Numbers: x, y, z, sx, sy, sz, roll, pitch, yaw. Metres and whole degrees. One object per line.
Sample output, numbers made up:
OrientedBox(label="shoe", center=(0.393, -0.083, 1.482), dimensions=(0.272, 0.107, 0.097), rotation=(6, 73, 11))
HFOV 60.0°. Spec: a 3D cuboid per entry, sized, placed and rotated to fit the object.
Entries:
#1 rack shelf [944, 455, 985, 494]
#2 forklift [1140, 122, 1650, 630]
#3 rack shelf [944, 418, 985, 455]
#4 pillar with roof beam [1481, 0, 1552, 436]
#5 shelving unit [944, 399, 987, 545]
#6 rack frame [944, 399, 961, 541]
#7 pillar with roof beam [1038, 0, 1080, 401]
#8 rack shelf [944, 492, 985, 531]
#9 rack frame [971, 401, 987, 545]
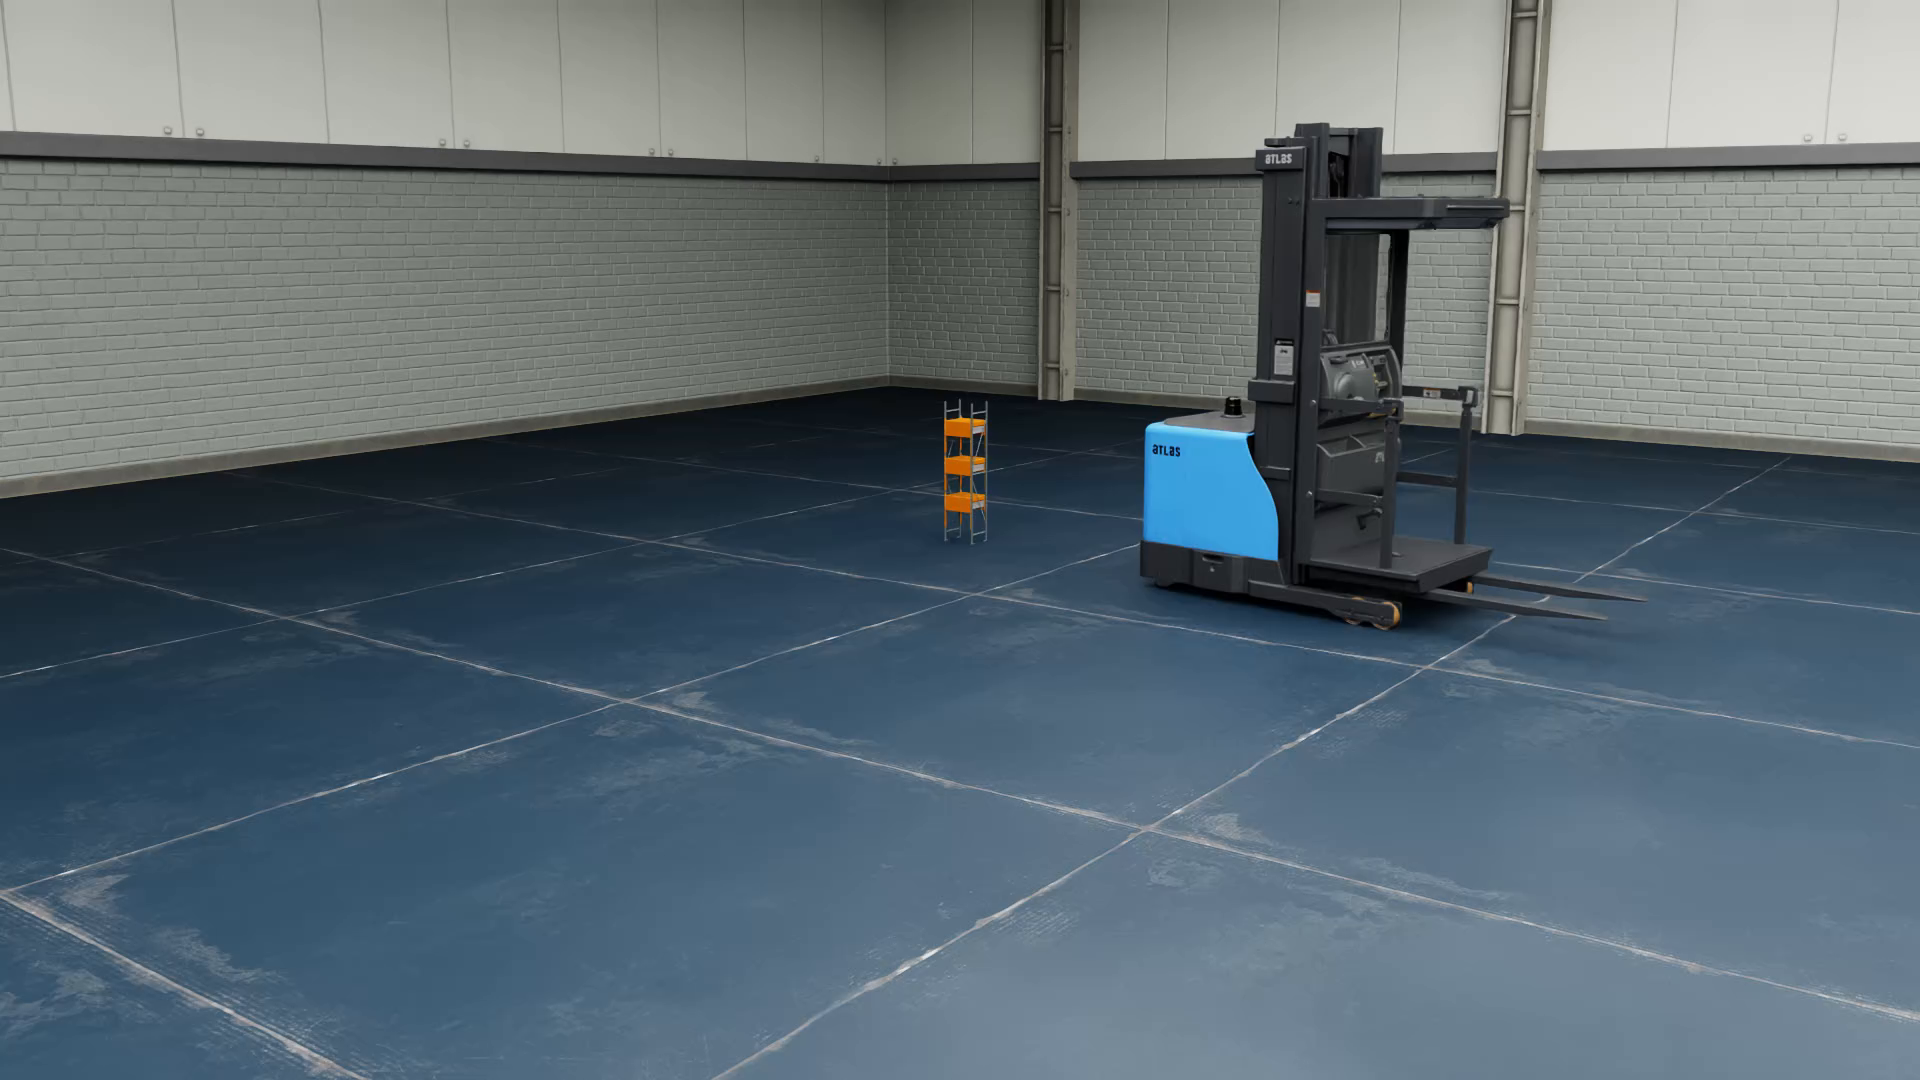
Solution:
OrientedBox(label="rack shelf", center=(0.043, -0.499, 12.401), dimensions=(0.240, 0.259, 0.215), rotation=(8, 13, 36))
OrientedBox(label="forklift", center=(2.625, -1.022, 10.096), dimensions=(3.031, 2.935, 1.130), rotation=(9, 14, 40))
OrientedBox(label="rack shelf", center=(0.043, -0.778, 12.347), dimensions=(0.240, 0.259, 0.215), rotation=(8, 13, 36))
OrientedBox(label="pillar with roof beam", center=(3.576, -4.966, 14.509), dimensions=(0.400, 9.000, 9.100), rotation=(8, 13, 36))
OrientedBox(label="shelving unit", center=(0.043, -0.509, 12.399), dimensions=(0.252, 1.050, 0.215), rotation=(8, 13, 36))
OrientedBox(label="rack frame", center=(-0.055, -0.523, 12.470), dimensions=(0.008, 1.050, 0.200), rotation=(8, 13, 36))
OrientedBox(label="pillar with roof beam", center=(-1.260, -5.641, 17.996), dimensions=(0.400, 9.000, 9.100), rotation=(8, 13, 36))
OrientedBox(label="rack shelf", center=(0.043, -0.226, 12.454), dimensions=(0.240, 0.259, 0.215), rotation=(8, 13, 36))
OrientedBox(label="rack frame", center=(0.141, -0.496, 12.328), dimensions=(0.008, 1.050, 0.200), rotation=(8, 13, 36))
